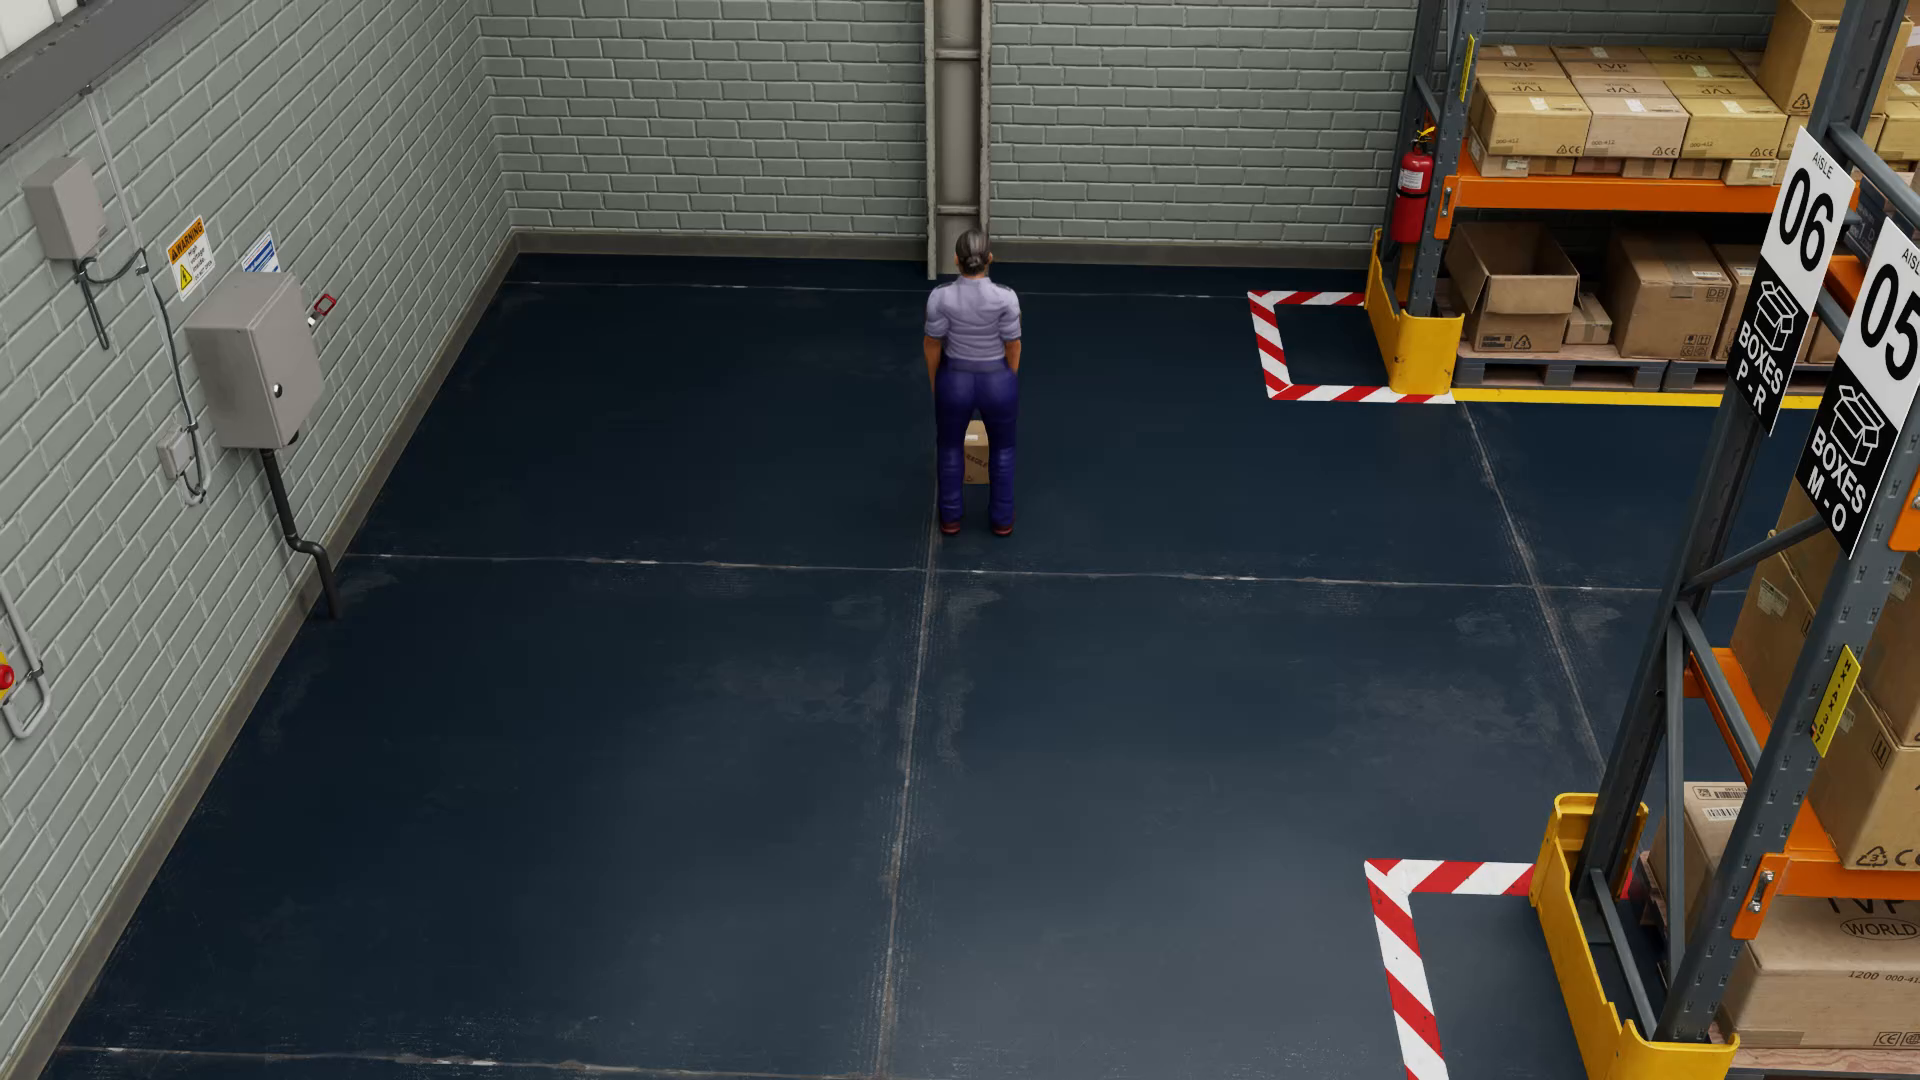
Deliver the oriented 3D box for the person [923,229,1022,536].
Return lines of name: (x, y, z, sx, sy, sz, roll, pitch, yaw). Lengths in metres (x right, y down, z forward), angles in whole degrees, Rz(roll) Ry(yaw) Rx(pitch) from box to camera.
person: (0.060, -0.753, 8.181, 0.474, 1.640, 0.339, 2, 36, 3)
